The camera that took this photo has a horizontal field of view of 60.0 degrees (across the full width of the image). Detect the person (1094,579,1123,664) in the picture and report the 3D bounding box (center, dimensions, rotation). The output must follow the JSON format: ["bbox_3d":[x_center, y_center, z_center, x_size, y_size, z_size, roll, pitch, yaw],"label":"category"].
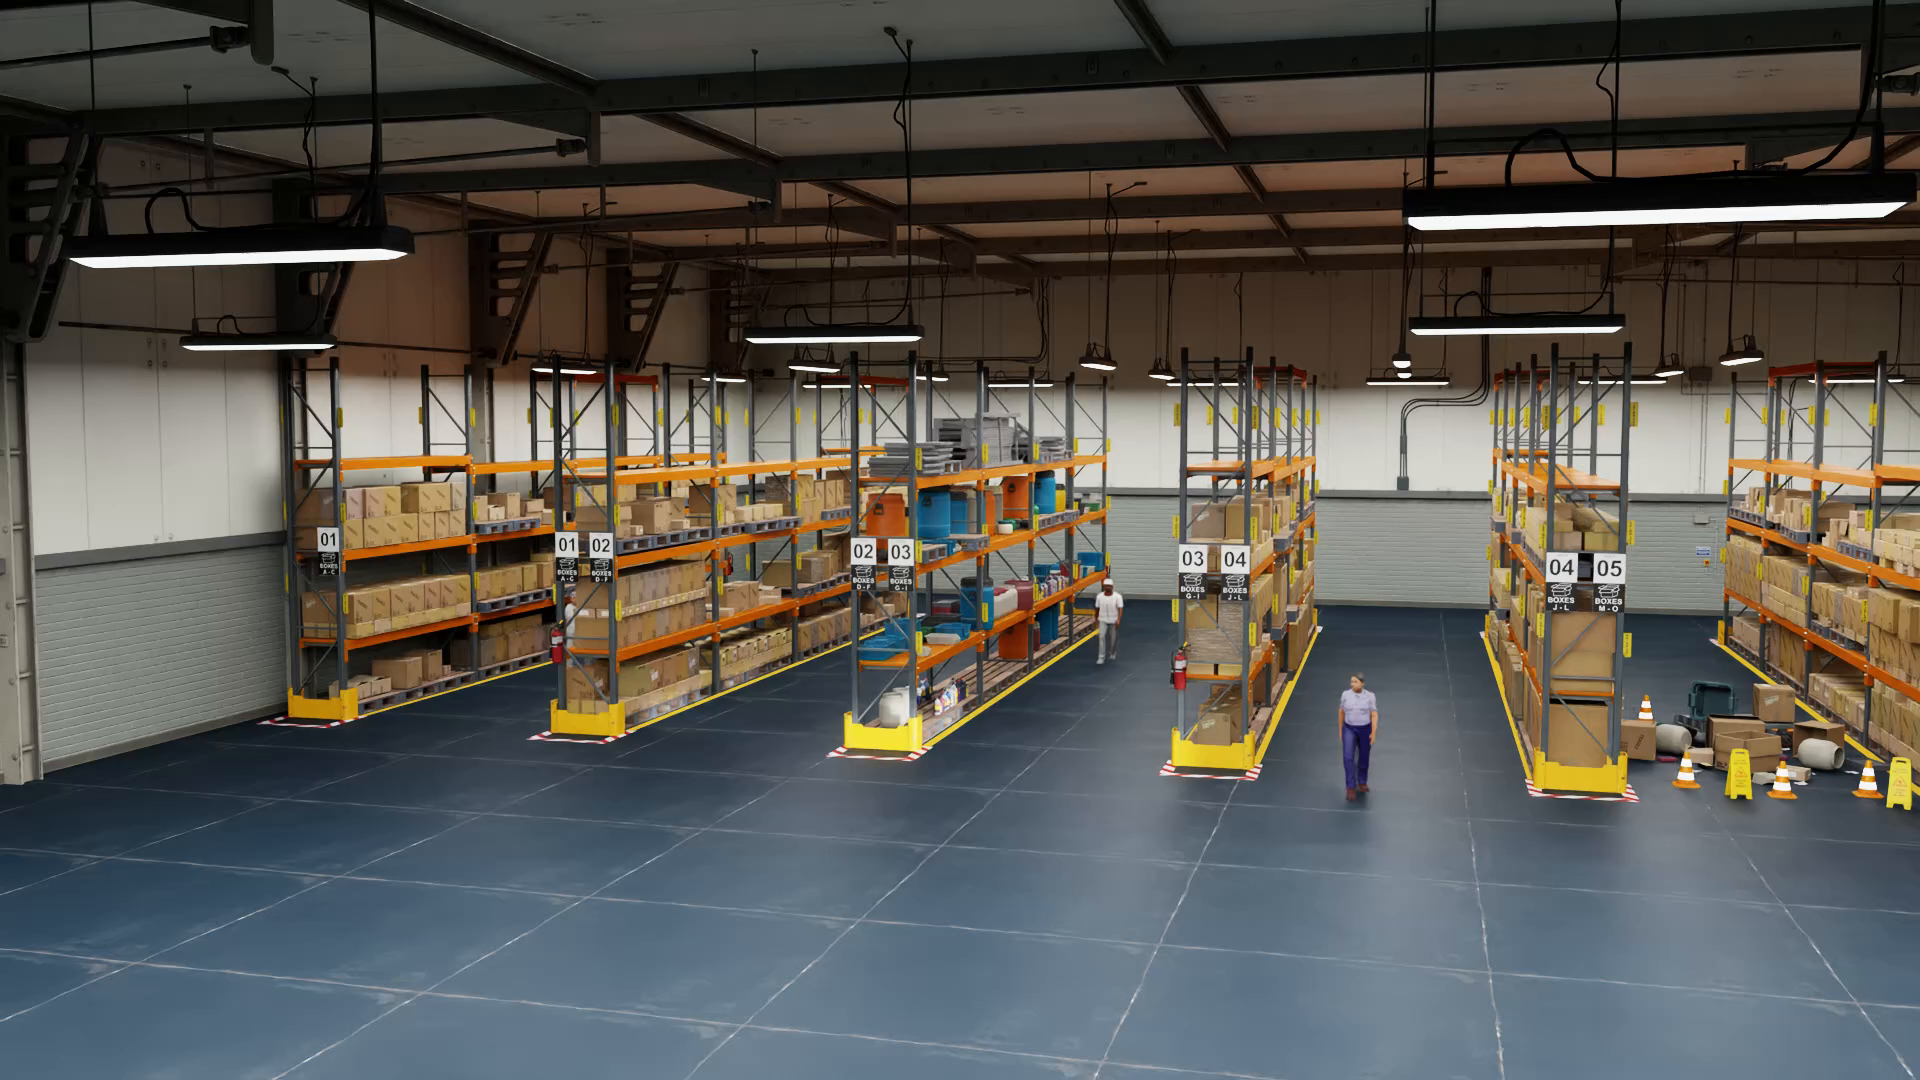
[{"bbox_3d":[3.018,1.638,33.783,0.596,1.695,1.067,0,4,7],"label":"person"}]

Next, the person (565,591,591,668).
[{"bbox_3d":[-7.459,1.795,32.435,0.581,1.610,1.016,0,4,1],"label":"person"}]

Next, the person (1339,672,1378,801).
[{"bbox_3d":[5.267,2.563,22.002,0.508,1.632,0.817,1,4,13],"label":"person"}]
